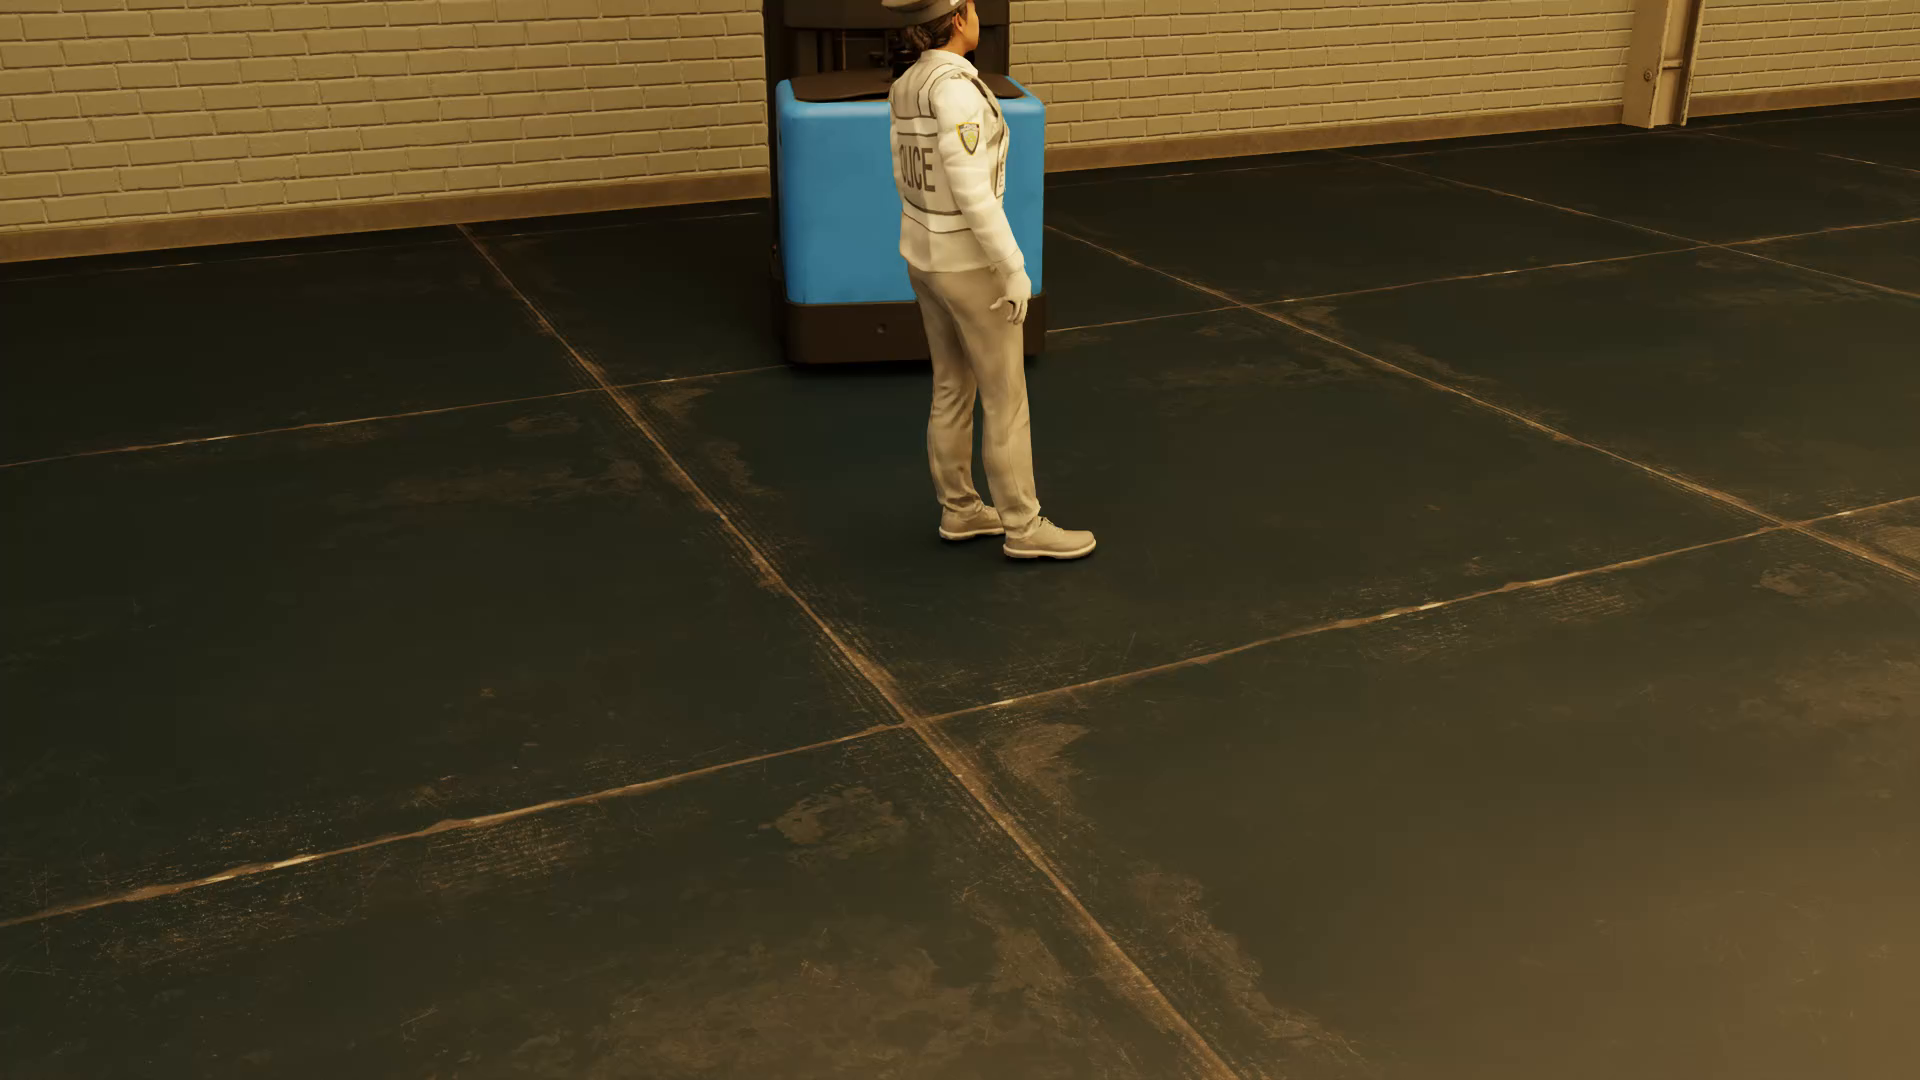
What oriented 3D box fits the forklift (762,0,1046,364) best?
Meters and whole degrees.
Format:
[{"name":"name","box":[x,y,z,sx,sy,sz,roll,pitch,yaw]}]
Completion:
[{"name":"forklift","box":[-0.356,-2.583,7.505,1.130,2.935,3.031,-3,23,-7]}]

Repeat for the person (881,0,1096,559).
[{"name":"person","box":[0.065,-0.798,4.800,0.532,1.694,0.586,-10,25,-23]}]
